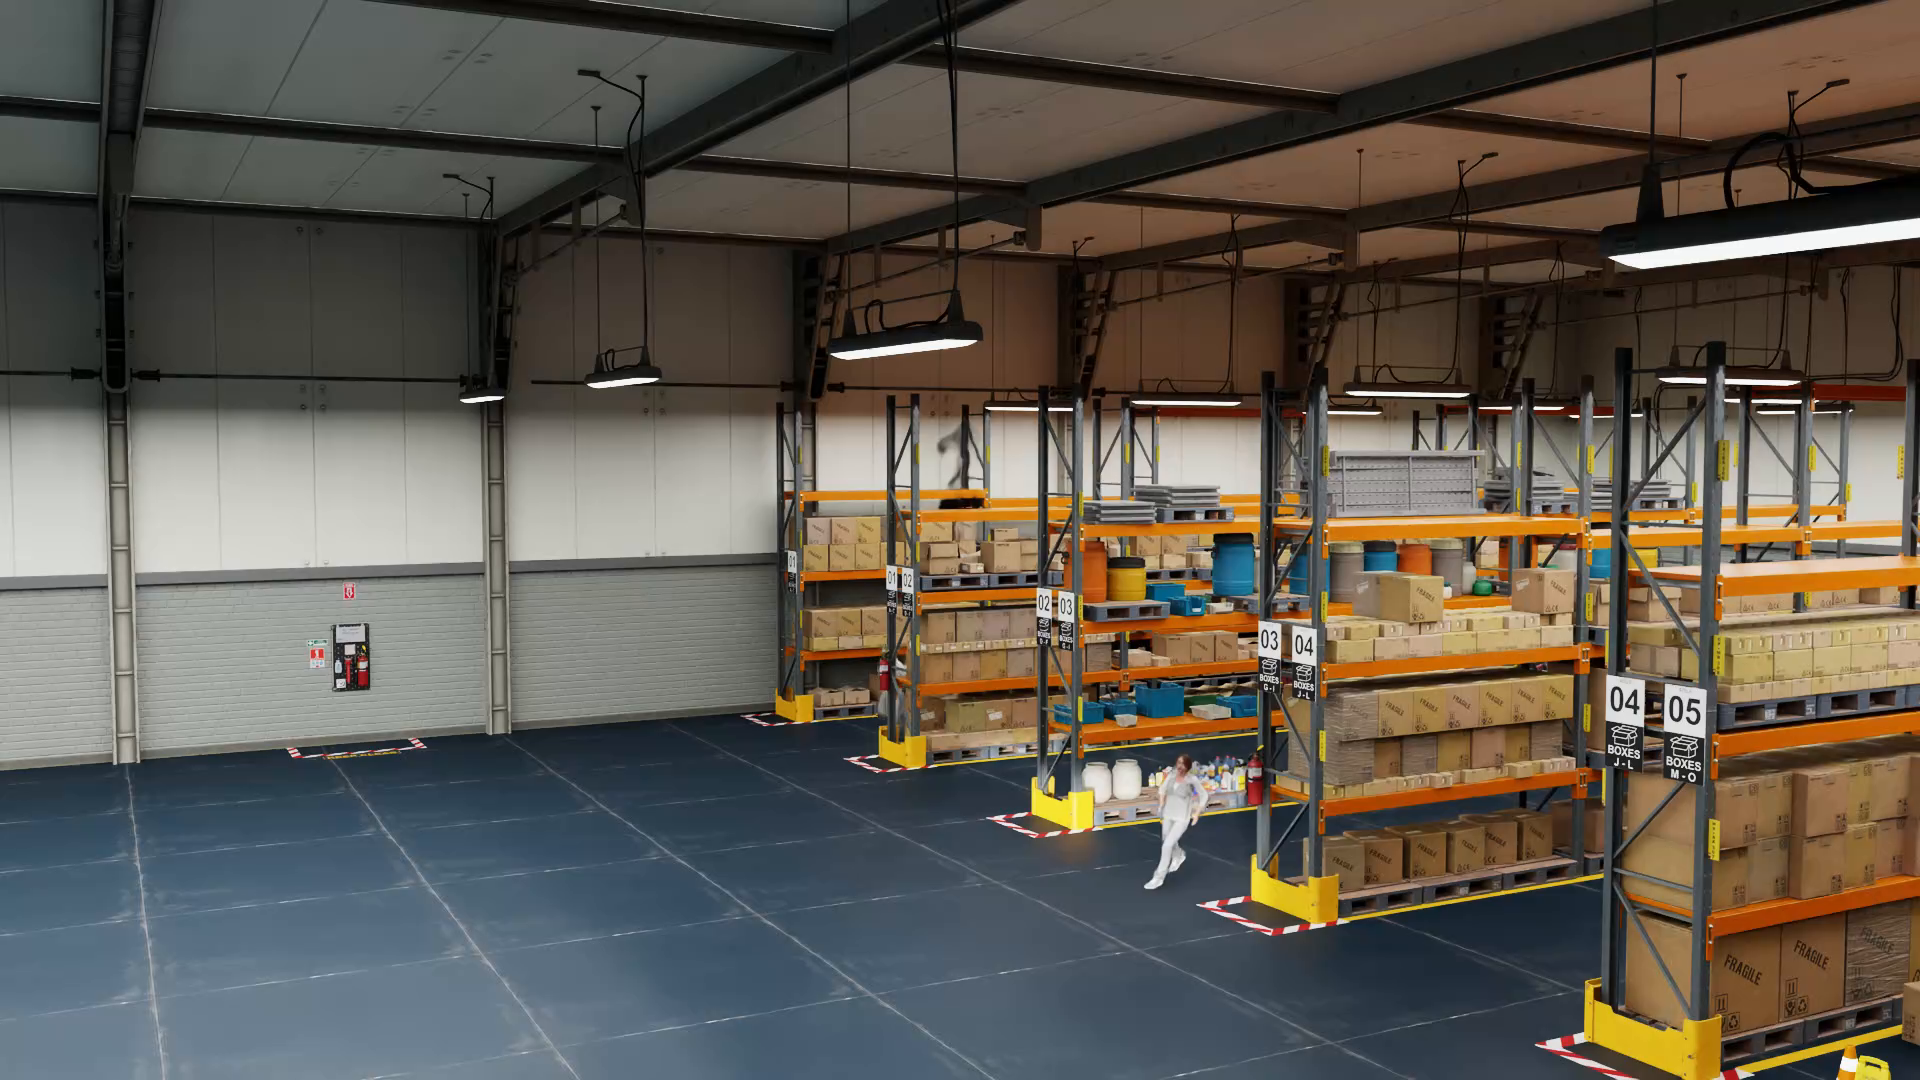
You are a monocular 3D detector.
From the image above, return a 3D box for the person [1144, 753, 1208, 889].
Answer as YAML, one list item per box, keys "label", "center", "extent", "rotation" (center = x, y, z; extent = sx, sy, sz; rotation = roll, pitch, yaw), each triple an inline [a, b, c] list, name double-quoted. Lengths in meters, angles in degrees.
- label: "person"
  center: [2.557, 3.269, 19.471]
  extent: [0.602, 1.562, 0.867]
  rotation: [3, 4, 40]

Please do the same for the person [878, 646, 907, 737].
- label: "person"
  center: [-1.224, 2.680, 29.165]
  extent: [0.652, 1.700, 0.743]
  rotation: [2, 4, 29]
